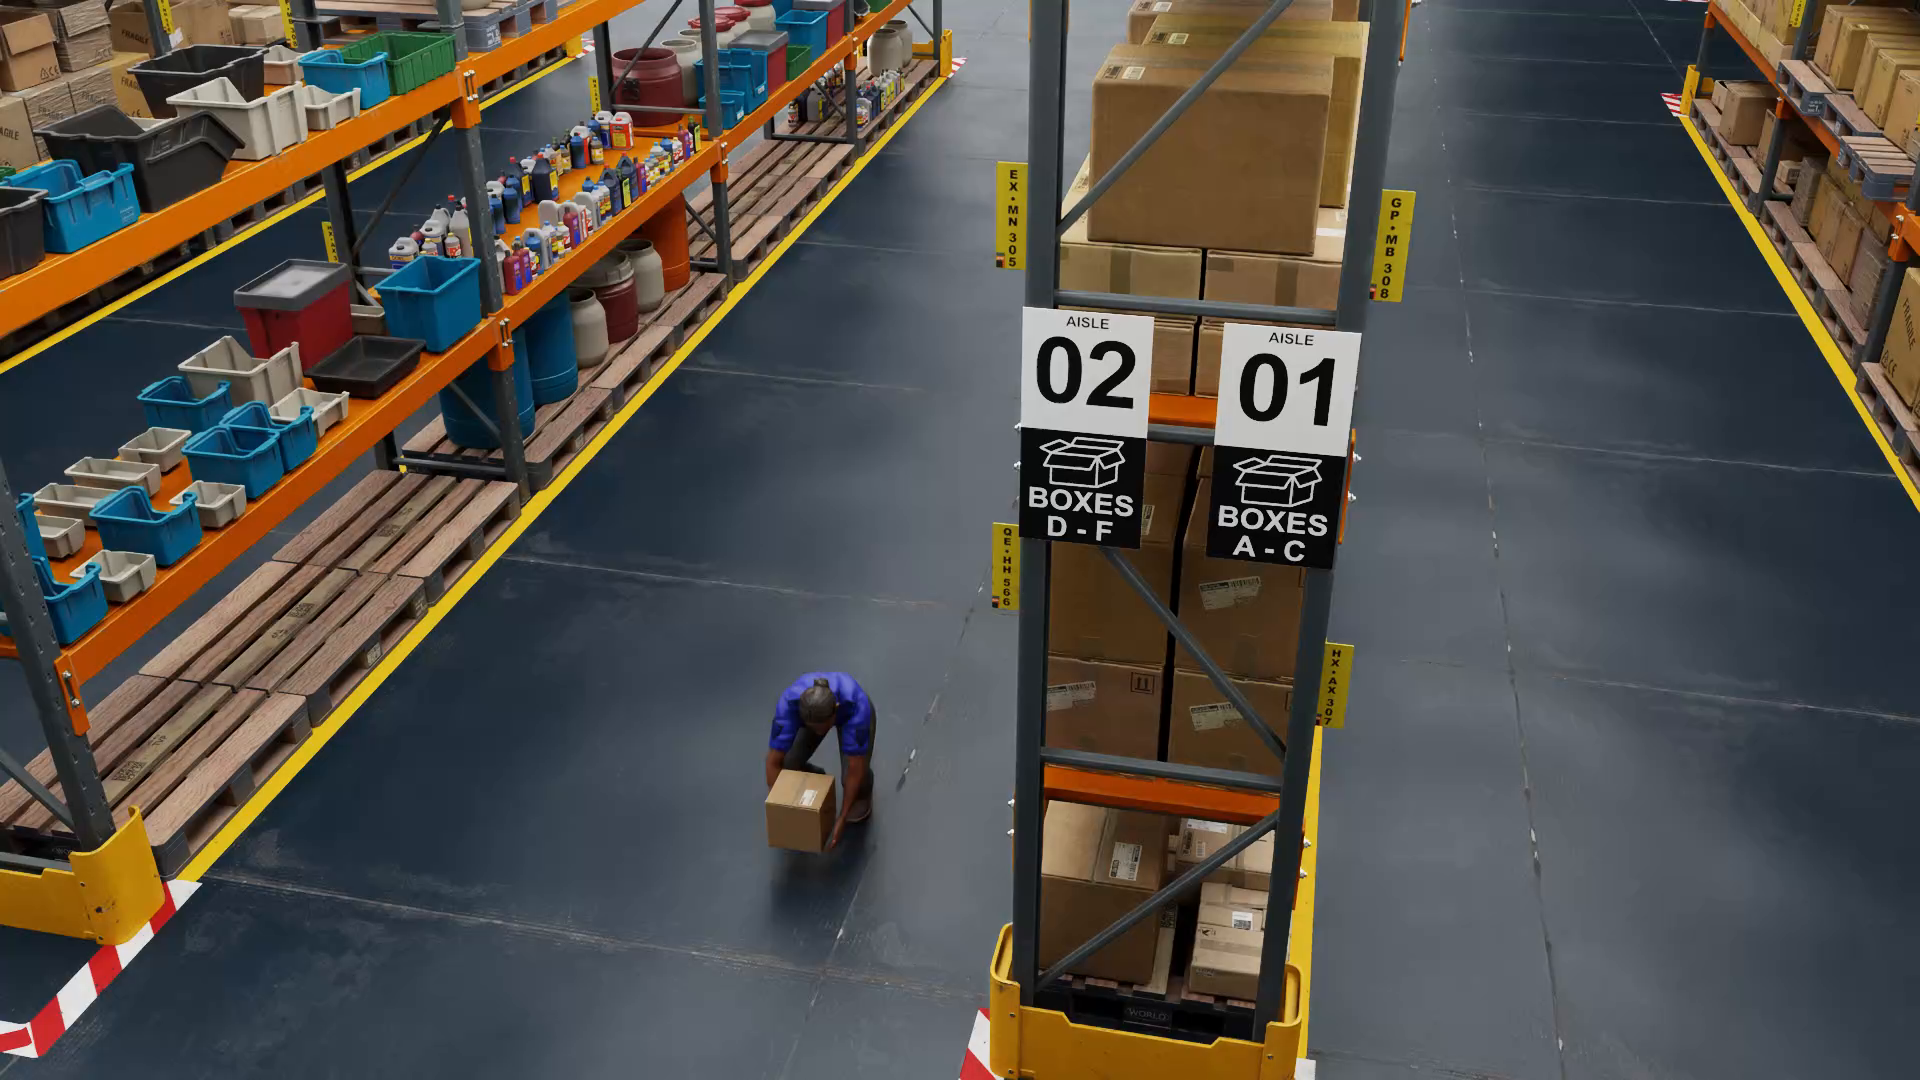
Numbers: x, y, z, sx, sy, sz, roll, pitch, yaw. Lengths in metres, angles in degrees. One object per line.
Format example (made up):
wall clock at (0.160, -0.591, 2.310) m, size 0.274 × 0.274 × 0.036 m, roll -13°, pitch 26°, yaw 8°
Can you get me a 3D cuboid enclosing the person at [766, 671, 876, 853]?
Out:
person at (-0.621, 0.934, 7.692) m, size 0.483 × 0.929 × 0.824 m, roll 6°, pitch 30°, yaw 11°
